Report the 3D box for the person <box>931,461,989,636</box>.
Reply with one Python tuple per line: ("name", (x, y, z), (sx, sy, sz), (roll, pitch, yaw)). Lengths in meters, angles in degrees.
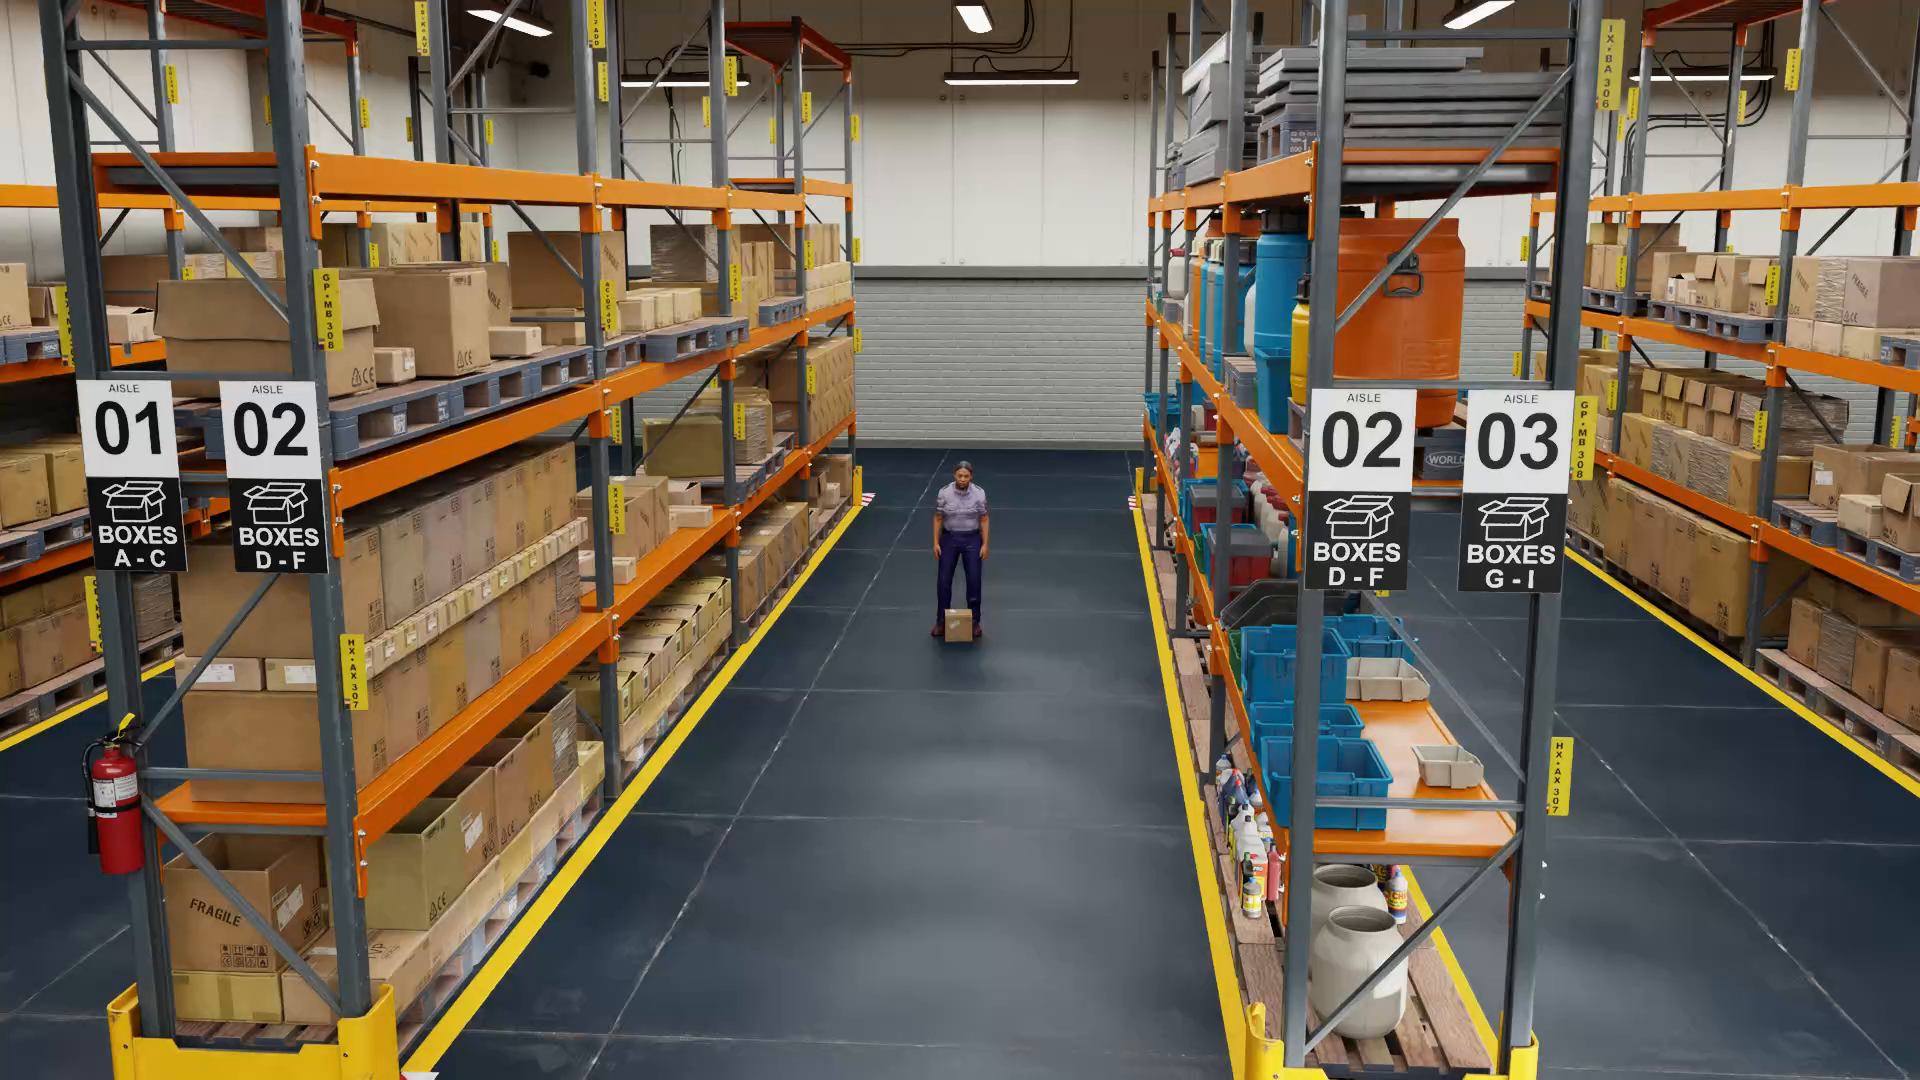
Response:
("person", (-0.001, 0.064, 15.618), (0.545, 1.650, 0.375), (0, 11, 1))
